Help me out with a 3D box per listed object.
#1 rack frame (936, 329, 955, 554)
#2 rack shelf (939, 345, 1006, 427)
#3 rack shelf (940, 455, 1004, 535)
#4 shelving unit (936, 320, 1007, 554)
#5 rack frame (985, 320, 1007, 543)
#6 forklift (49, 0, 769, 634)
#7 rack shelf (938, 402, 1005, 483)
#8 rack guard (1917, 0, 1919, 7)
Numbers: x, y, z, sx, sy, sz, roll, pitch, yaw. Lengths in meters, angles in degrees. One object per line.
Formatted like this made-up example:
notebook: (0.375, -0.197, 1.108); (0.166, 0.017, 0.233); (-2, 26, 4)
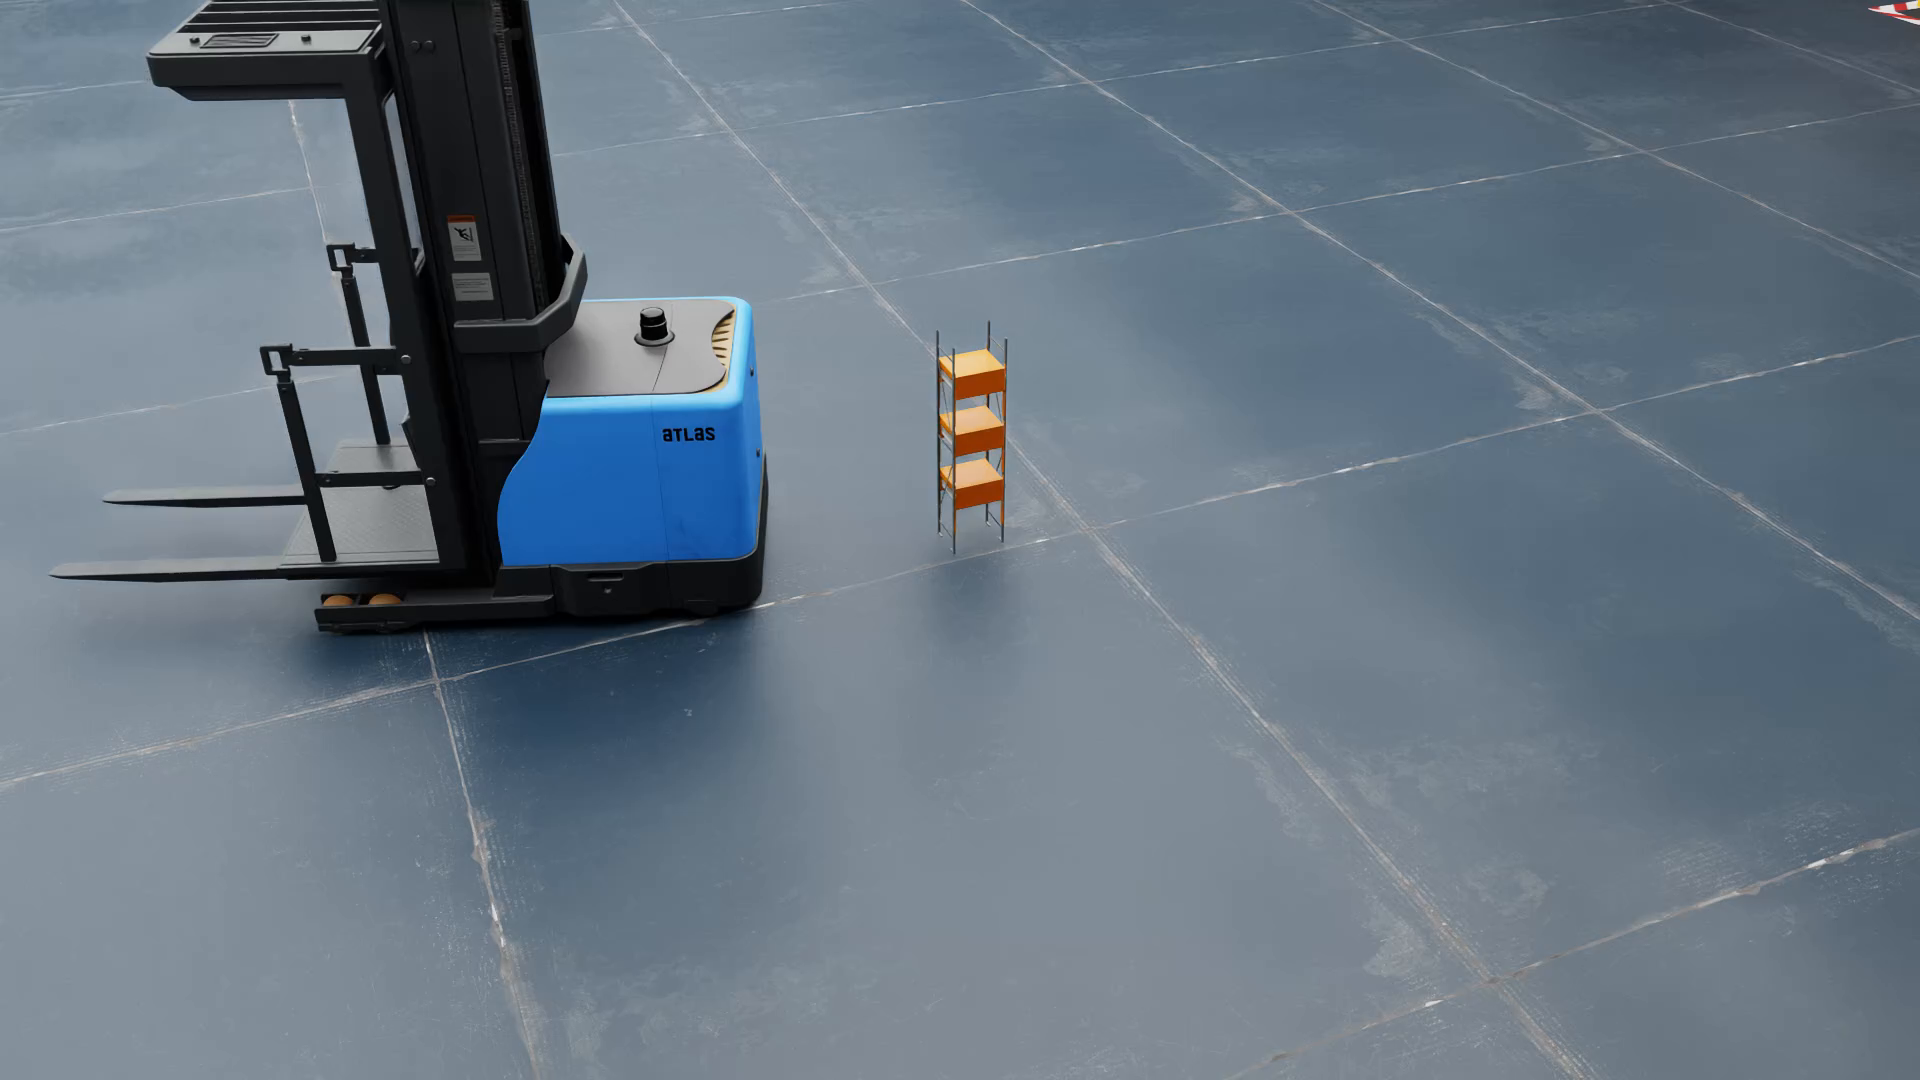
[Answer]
rack frame: (-0.063, -0.426, 7.441); (0.008, 1.050, 0.200); (-13, 35, -19)
rack shelf: (0.049, -0.680, 7.332); (0.240, 0.259, 0.215); (-13, 35, -19)
rack shelf: (0.049, -0.210, 7.638); (0.240, 0.259, 0.215); (-13, 35, -19)
shelving unit: (0.049, -0.451, 7.481); (0.252, 1.050, 0.215); (-13, 35, -19)
rack frame: (0.162, -0.477, 7.521); (0.008, 1.050, 0.200); (-13, 35, -19)
forklift: (-2.406, -1.122, 6.787); (3.031, 2.935, 1.130); (-2, 33, -3)
rack shelf: (0.049, -0.442, 7.487); (0.240, 0.259, 0.215); (-13, 35, -19)
rack guard: (9.172, -4.882, 14.795); (0.348, 0.500, 1.175); (-13, 35, -19)
